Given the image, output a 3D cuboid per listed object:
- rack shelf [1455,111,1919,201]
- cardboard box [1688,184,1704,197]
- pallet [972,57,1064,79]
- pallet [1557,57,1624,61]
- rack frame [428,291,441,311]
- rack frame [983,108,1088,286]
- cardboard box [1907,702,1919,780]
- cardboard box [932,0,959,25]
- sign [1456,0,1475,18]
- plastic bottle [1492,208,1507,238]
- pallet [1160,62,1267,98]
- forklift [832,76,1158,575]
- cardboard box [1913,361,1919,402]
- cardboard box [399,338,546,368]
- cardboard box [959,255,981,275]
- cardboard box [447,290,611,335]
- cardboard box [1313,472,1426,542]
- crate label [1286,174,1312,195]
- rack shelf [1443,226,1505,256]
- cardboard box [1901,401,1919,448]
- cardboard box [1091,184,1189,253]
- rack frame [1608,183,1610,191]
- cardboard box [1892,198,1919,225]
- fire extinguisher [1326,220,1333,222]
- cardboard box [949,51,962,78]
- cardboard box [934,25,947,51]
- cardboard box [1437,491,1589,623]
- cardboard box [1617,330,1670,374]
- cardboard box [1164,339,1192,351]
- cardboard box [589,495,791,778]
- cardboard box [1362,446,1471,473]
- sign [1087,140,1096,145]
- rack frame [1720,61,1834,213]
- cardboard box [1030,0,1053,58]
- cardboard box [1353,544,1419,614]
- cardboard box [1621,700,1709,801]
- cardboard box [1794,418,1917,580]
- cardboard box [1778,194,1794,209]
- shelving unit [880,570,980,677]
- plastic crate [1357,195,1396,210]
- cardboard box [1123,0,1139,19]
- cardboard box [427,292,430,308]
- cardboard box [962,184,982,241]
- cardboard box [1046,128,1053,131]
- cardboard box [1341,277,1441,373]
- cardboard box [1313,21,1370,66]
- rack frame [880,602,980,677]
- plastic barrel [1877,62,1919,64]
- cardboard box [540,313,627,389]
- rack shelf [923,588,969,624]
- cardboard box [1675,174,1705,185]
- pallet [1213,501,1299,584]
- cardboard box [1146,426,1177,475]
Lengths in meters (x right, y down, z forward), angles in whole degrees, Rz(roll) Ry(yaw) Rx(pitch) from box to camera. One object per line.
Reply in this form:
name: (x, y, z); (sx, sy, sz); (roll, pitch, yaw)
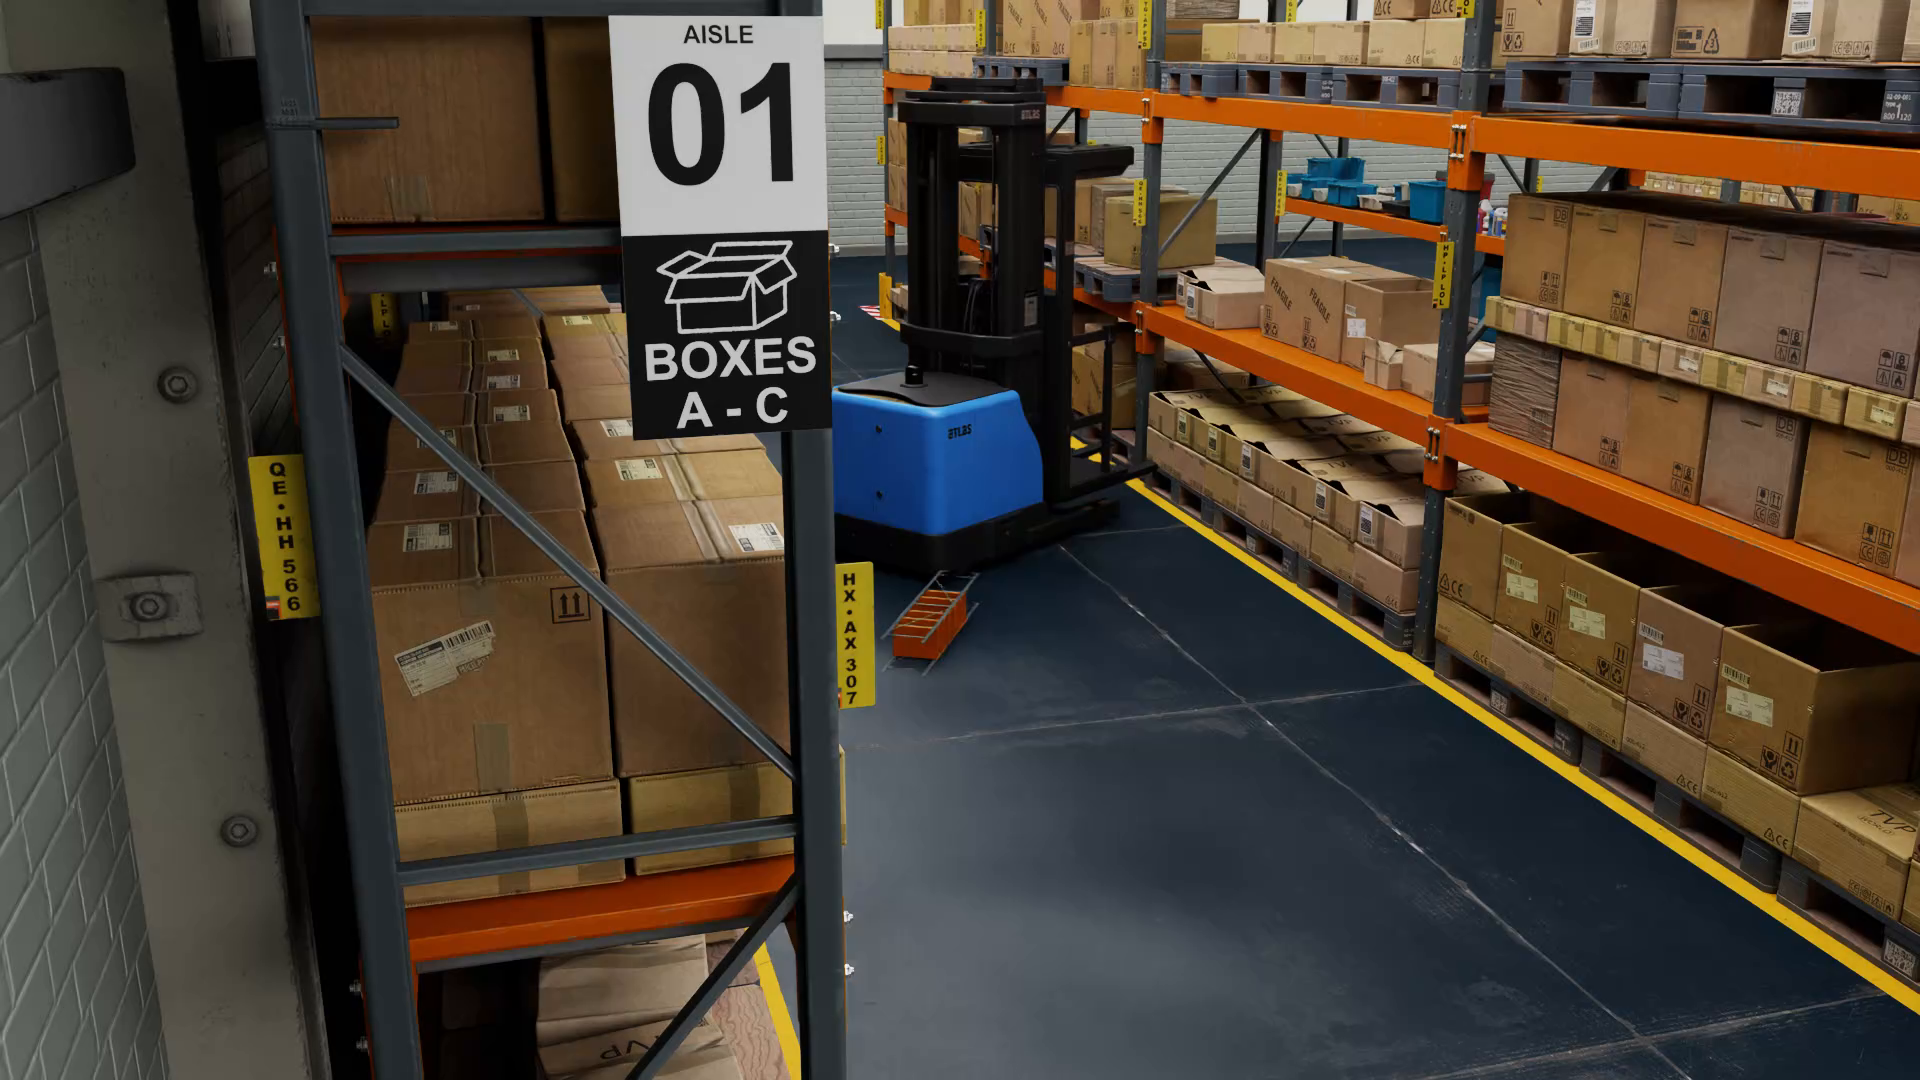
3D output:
rack shelf: (3.459, -1.375, 6.351); (1.077, 0.370, 4.000); (-5, 17, -15)
cardboard box: (9.273, -4.337, 20.614); (0.380, 0.149, 0.250); (-5, 17, -16)
pallet: (0.822, -4.209, 14.864); (1.213, 0.211, 1.003); (-5, 17, -15)
pallet: (6.098, -4.263, 15.044); (1.003, 0.211, 1.213); (-5, 17, -15)
rack frame: (-2.952, -1.550, 10.897); (1.000, 3.000, 0.127); (-5, 17, -15)
rack frame: (0.710, -3.049, 15.887); (1.000, 3.000, 0.127); (-5, 17, -15)
cardboard box: (3.786, 0.586, 6.534); (0.500, 0.500, 0.500); (-5, 17, -15)
cardboard box: (0.112, -5.557, 17.112); (0.700, 0.500, 0.500); (-5, 17, -15)
sign: (2.390, -2.625, 7.818); (0.100, 0.325, 0.005); (-5, 17, -15)
plastic bottle: (5.335, -3.121, 16.342); (0.152, 0.276, 0.135); (-5, 17, -15)
pallet: (2.082, -3.108, 11.198); (1.213, 0.211, 1.003); (-4, 17, -13)
forklift: (0.432, -1.549, 11.013); (1.130, 2.935, 3.031); (14, 21, 38)
cardboard box: (3.728, -0.688, 5.601); (0.700, 0.500, 0.500); (-5, 17, -17)
cardboard box: (-1.786, -0.450, 6.159); (0.500, 0.500, 0.500); (-5, 17, -16)
cardboard box: (-0.003, -3.038, 19.431); (0.500, 0.500, 0.500); (-5, 17, -15)
cardboard box: (-1.960, -0.845, 7.613); (0.700, 0.500, 0.500); (-5, 17, -15)
cardboard box: (2.373, -0.221, 9.550); (0.500, 0.311, 0.500); (-4, 17, -14)
crate label: (4.126, -4.400, 20.573); (0.416, 0.233, 0.303); (-5, 17, -15)
rack shelf: (6.024, -2.542, 15.450); (1.077, 0.370, 4.000); (-5, 17, -15)
cardboard box: (3.509, -0.391, 5.740); (0.380, 0.149, 0.250); (-4, 17, -15)
cardboard box: (1.460, -2.625, 13.572); (0.700, 0.500, 0.500); (-1, 17, -5)
rack frame: (9.137, -4.937, 22.175); (1.000, 3.000, 0.127); (-5, 17, -15)
cardboard box: (10.261, -3.593, 17.525); (0.500, 0.500, 0.500); (-5, 17, -15)
fire extinguisher: (4.770, -4.408, 21.194); (0.296, 0.674, 0.183); (-5, 17, -15)
cardboard box: (0.194, -4.666, 16.318); (0.500, 0.250, 0.500); (-5, 17, -15)
cardboard box: (0.046, -5.043, 16.704); (0.500, 0.250, 0.500); (-5, 17, -15)
cardboard box: (2.735, 0.074, 8.239); (0.500, 0.500, 0.500); (-5, 17, -15)
cardboard box: (3.078, -0.822, 7.174); (0.380, 0.149, 0.250); (-5, 18, -17)
cardboard box: (1.677, -1.388, 13.939); (0.500, 0.500, 0.500); (-5, 17, -16)
cardboard box: (-0.596, 0.211, 3.960); (0.500, 0.500, 0.500); (-5, 17, -15)
cardboard box: (2.759, -0.405, 10.160); (0.500, 0.311, 0.500); (-5, 18, -17)
sign: (1.243, -3.648, 15.870); (0.100, 0.325, 0.005); (-5, 17, -15)
rack frame: (6.573, -2.333, 13.504); (1.000, 3.000, 0.127); (-5, 17, -15)
cardboard box: (0.983, -4.454, 14.274); (0.600, 0.600, 0.600); (-5, 17, -16)
cardboard box: (2.516, 0.188, 9.161); (0.500, 0.250, 0.500); (-5, 17, -16)
cardboard box: (3.153, 0.847, 6.967); (0.500, 0.250, 0.500); (-5, 17, -15)
cardboard box: (3.612, -0.190, 6.197); (0.700, 0.500, 0.500); (-5, 17, -15)
cardboard box: (9.696, -3.911, 19.195); (0.380, 0.149, 0.250); (-5, 17, -16)
shelving unit: (-0.151, 0.442, 9.144); (0.258, 0.189, 1.200); (4, 17, 14)
plastic crate: (4.706, -3.800, 18.741); (0.293, 0.136, 0.466); (-5, 17, -15)
cardboard box: (1.556, -4.168, 12.487); (0.500, 0.500, 0.500); (-5, 17, -15)
cardboard box: (-3.336, -1.859, 11.202); (0.500, 0.500, 0.500); (-5, 17, -15)
cardboard box: (0.326, -3.215, 16.266); (0.500, 0.500, 0.500); (-4, 17, -14)
cardboard box: (0.709, -3.871, 16.712); (0.500, 0.500, 0.500); (-5, 18, -17)
cardboard box: (2.569, -1.243, 9.703); (0.500, 0.500, 0.500); (-3, 17, -11)
cardboard box: (2.442, -2.935, 9.827); (0.500, 0.250, 0.500); (-6, 18, -20)
rack frame: (-0.151, 0.530, 9.170); (0.240, 0.006, 1.200); (4, 17, 14)
plastic barrel: (6.770, -3.550, 11.595); (0.600, 0.830, 0.708); (-5, 17, -15)
cardboard box: (-1.426, -0.634, 6.770); (0.500, 0.500, 0.500); (-5, 17, -15)
rack shelf: (-0.080, 0.363, 9.408); (0.258, 0.180, 0.103); (4, 17, 14)
cardboard box: (9.293, -4.571, 20.700); (0.500, 0.250, 0.500); (-5, 18, -17)
pallet: (2.330, -0.039, 10.716); (1.003, 0.211, 1.213); (-5, 17, -15)
cardboard box: (1.671, -0.658, 11.980); (0.500, 0.250, 0.500); (-5, 17, -15)
